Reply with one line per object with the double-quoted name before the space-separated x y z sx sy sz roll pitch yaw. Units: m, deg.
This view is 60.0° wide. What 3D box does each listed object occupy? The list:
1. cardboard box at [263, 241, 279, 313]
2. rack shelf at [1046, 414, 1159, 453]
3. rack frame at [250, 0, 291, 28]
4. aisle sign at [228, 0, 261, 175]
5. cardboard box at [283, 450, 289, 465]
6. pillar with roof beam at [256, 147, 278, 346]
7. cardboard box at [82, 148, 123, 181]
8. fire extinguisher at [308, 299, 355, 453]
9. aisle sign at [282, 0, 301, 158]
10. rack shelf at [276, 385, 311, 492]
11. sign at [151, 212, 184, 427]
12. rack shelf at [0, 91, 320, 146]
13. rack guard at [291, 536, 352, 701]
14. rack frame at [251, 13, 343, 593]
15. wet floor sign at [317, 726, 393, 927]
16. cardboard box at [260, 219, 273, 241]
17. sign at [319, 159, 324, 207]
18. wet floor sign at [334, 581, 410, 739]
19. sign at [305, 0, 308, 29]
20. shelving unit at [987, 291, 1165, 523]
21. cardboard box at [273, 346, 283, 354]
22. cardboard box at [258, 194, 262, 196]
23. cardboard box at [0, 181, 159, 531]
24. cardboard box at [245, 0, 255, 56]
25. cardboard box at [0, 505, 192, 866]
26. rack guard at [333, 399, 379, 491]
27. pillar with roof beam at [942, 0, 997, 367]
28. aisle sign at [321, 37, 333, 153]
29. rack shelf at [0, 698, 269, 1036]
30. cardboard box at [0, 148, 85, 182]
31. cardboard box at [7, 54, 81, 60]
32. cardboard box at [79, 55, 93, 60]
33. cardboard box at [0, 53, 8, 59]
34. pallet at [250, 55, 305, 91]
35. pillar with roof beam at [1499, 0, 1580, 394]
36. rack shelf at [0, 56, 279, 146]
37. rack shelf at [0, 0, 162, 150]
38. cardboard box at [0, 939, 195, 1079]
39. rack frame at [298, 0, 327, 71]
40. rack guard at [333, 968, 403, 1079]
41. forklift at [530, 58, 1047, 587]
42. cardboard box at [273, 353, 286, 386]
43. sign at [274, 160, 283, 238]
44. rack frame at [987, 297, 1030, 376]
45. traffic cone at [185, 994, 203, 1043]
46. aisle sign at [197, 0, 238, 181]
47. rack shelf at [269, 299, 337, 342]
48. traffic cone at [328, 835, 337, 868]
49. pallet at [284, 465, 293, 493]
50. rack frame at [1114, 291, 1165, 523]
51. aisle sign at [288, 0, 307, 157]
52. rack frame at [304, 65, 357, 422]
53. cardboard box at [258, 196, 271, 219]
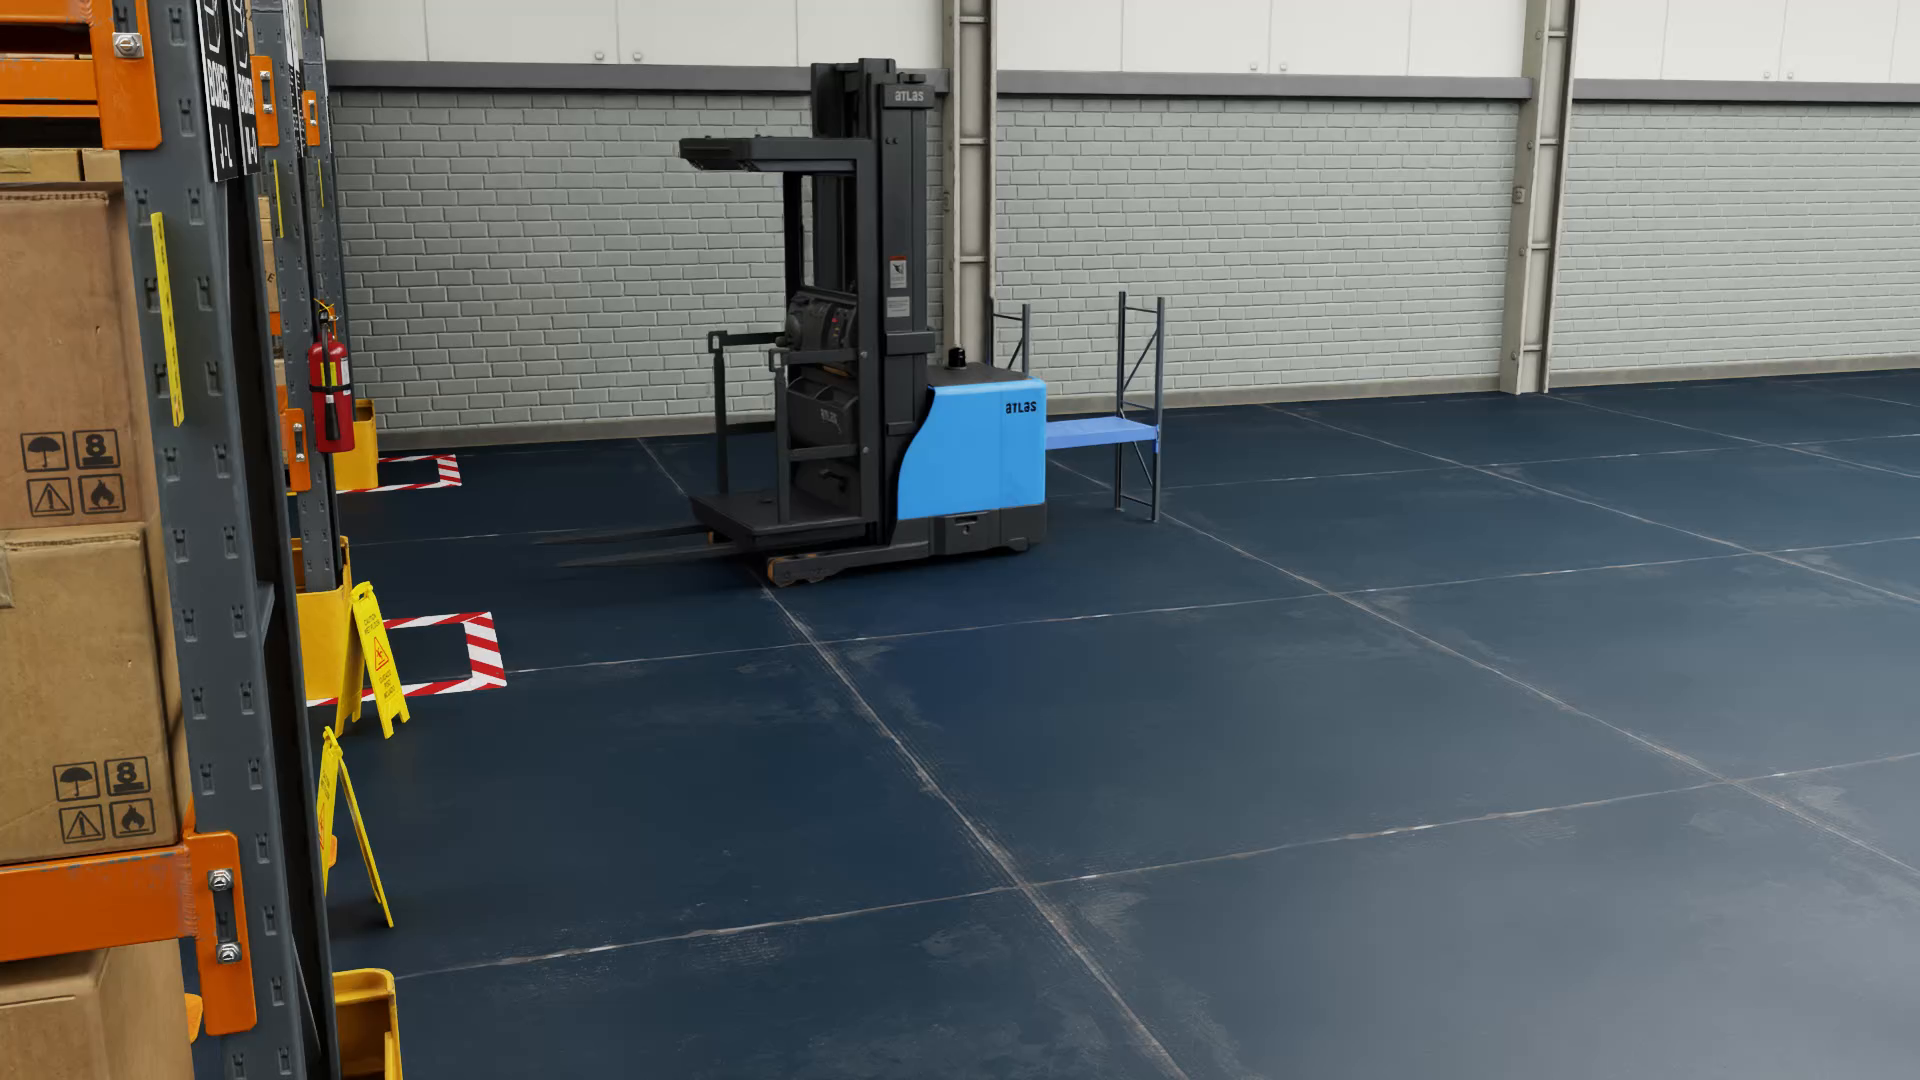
"cardboard box" -5.038 -1.907 11.960 0.500 0.500 0.500 -5 14 -19
"rack shelf" 0.753 -0.667 10.984 1.000 0.185 0.538 -7 15 -27
"rack frame" -3.069 -3.782 7.097 0.127 3.000 1.000 -4 14 -18
"aisle sign" -1.423 -1.121 3.256 0.004 0.787 0.394 -4 14 -18
"cardboard box" -5.000 -0.715 12.199 0.500 0.250 0.500 -4 14 -18
"pillar with roof beam" -4.230 -4.073 8.318 0.400 9.000 9.100 -4 14 -18
"cardboard box" -3.483 -1.458 7.270 0.500 0.500 0.700 -5 14 -19
"fire extinguisher" -2.813 -0.733 7.411 0.183 0.674 0.296 -4 14 -18
"aisle sign" -2.918 -2.069 7.242 0.004 0.787 0.394 -4 14 -18
"rack shelf" -4.964 -0.366 7.254 4.000 0.370 1.077 -4 14 -18
"sign" -1.234 -0.344 2.592 0.005 0.325 0.100 -4 14 -18
"rack shelf" -6.551 -2.914 11.482 4.000 0.370 1.077 -4 14 -18
"rack guard" -3.141 0.358 8.057 0.348 0.500 1.175 -4 14 -18
"rack frame" -3.069 -0.864 7.791 0.127 3.000 1.000 -4 14 -18
"wet floor sign" -1.998 0.924 5.366 0.232 0.644 0.267 -7 15 -28
"cardboard box" -4.895 -2.229 11.914 0.250 0.149 0.380 -4 14 -17
"sign" -4.496 -2.510 11.701 0.005 0.325 0.100 -4 14 -18
"wet floor sign" -2.547 0.502 7.136 0.232 0.644 0.267 0 13 1
"sign" -4.496 -3.683 11.422 0.005 0.325 0.100 -4 14 -18
"shelving unit" 0.753 -0.842 10.942 1.048 1.500 0.538 -7 15 -27
"cardboard box" -5.171 -1.311 12.546 0.500 0.250 0.500 -5 14 -19
"cardboard box" -5.314 -2.477 12.314 0.250 0.149 0.380 -4 14 -16
"cardboard box" -1.758 -0.365 3.037 0.550 0.550 0.875 -4 14 -18
"cardboard box" -4.997 -3.627 11.586 0.500 0.500 0.500 -4 14 -16
"cardboard box" -1.732 0.179 3.084 0.550 0.550 0.875 -4 14 -18
"rack guard" -4.633 -0.738 12.664 0.348 0.500 1.175 -4 14 -18
"pillar with roof beam" 1.457 -4.515 10.180 0.400 9.000 9.100 -4 14 -18
"aisle sign" -4.500 -3.157 11.816 0.004 0.787 0.394 -4 14 -18
"rack shelf" -3.290 0.712 2.721 4.000 0.370 1.077 -4 14 -18
"cardboard box" -3.965 -1.422 7.120 0.500 0.500 0.700 -4 14 -18
"cardboard box" -3.806 -2.075 6.946 0.250 0.149 0.380 -4 14 -16
"cardboard box" -3.543 -2.087 6.997 0.250 0.149 0.380 -4 14 -18
"cardboard box" -4.067 -2.071 6.929 0.250 0.149 0.380 -4 14 -18
"pallet" -5.334 -3.322 11.834 1.213 0.211 1.003 -4 14 -18
"pillar with roof beam" 7.144 -4.958 12.042 0.400 9.000 9.100 -4 14 -18
"rack shelf" -4.964 -1.825 6.907 4.000 0.370 1.077 -4 14 -18
"rack shelf" -3.290 -0.747 2.374 4.000 0.370 1.077 -4 14 -18
"cardboard box" -2.016 1.109 3.184 0.875 0.875 0.875 -4 14 -18
"rack frame" -4.655 -4.871 11.673 0.127 3.000 1.000 -4 14 -18
"rack guard" -1.372 1.429 3.555 0.348 0.500 1.175 -4 14 -18
"forklift" -1.004 -1.297 9.763 3.031 2.935 1.130 -7 15 -27
"cardboard box" -4.992 -1.203 12.090 0.500 0.250 0.500 -4 14 -16
"sign" -2.911 -1.457 7.103 0.005 0.325 0.100 -4 14 -18
"rack frame" 0.304 -0.787 10.709 0.032 1.500 0.500 -7 15 -27
"traffic cone" -2.351 1.177 4.697 0.334 0.463 0.336 -4 14 -18
"aisle sign" -1.231 -0.990 2.703 0.004 0.787 0.394 -4 14 -18
"rack shelf" -6.551 -1.454 11.830 4.000 0.370 1.077 -4 14 -18
"traffic cone" -2.389 0.904 5.844 0.334 0.463 0.336 -4 14 -18
"pallet" -5.367 -0.530 12.414 1.213 0.211 1.003 -4 14 -18
"rack frame" 1.201 -0.897 11.175 0.032 1.500 0.500 -7 15 -27
"aisle sign" -3.109 -2.201 7.795 0.004 0.787 0.394 -4 14 -18
"rack frame" -4.655 -1.952 12.367 0.127 3.000 1.000 -4 14 -18
"cardboard box" -4.928 -2.388 11.940 0.250 0.149 0.380 -4 14 -18
